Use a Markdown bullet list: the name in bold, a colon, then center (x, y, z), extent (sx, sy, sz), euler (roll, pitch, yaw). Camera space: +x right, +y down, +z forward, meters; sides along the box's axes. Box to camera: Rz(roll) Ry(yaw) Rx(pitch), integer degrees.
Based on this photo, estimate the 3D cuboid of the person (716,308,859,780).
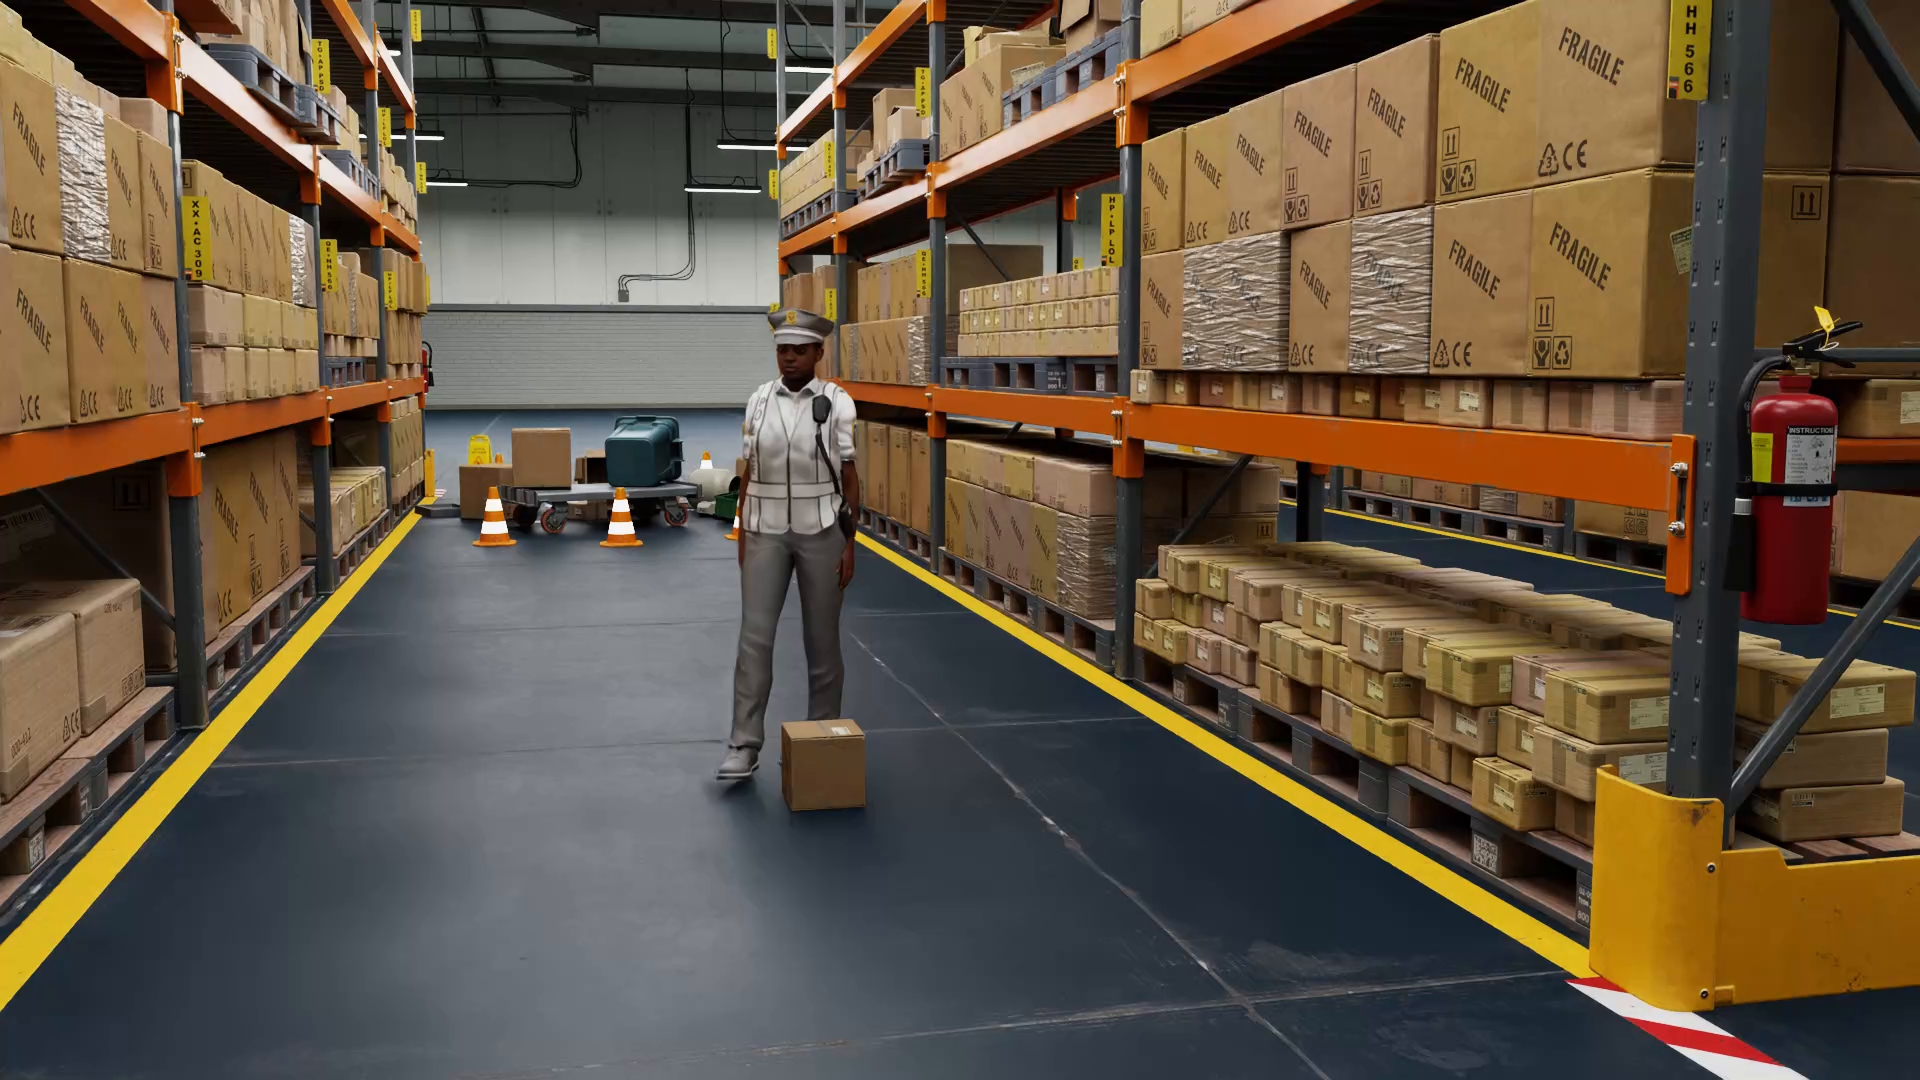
- **person**: center (-0.609, 0.011, 5.953), extent (0.458, 1.674, 0.590), euler (1, 6, 5)
